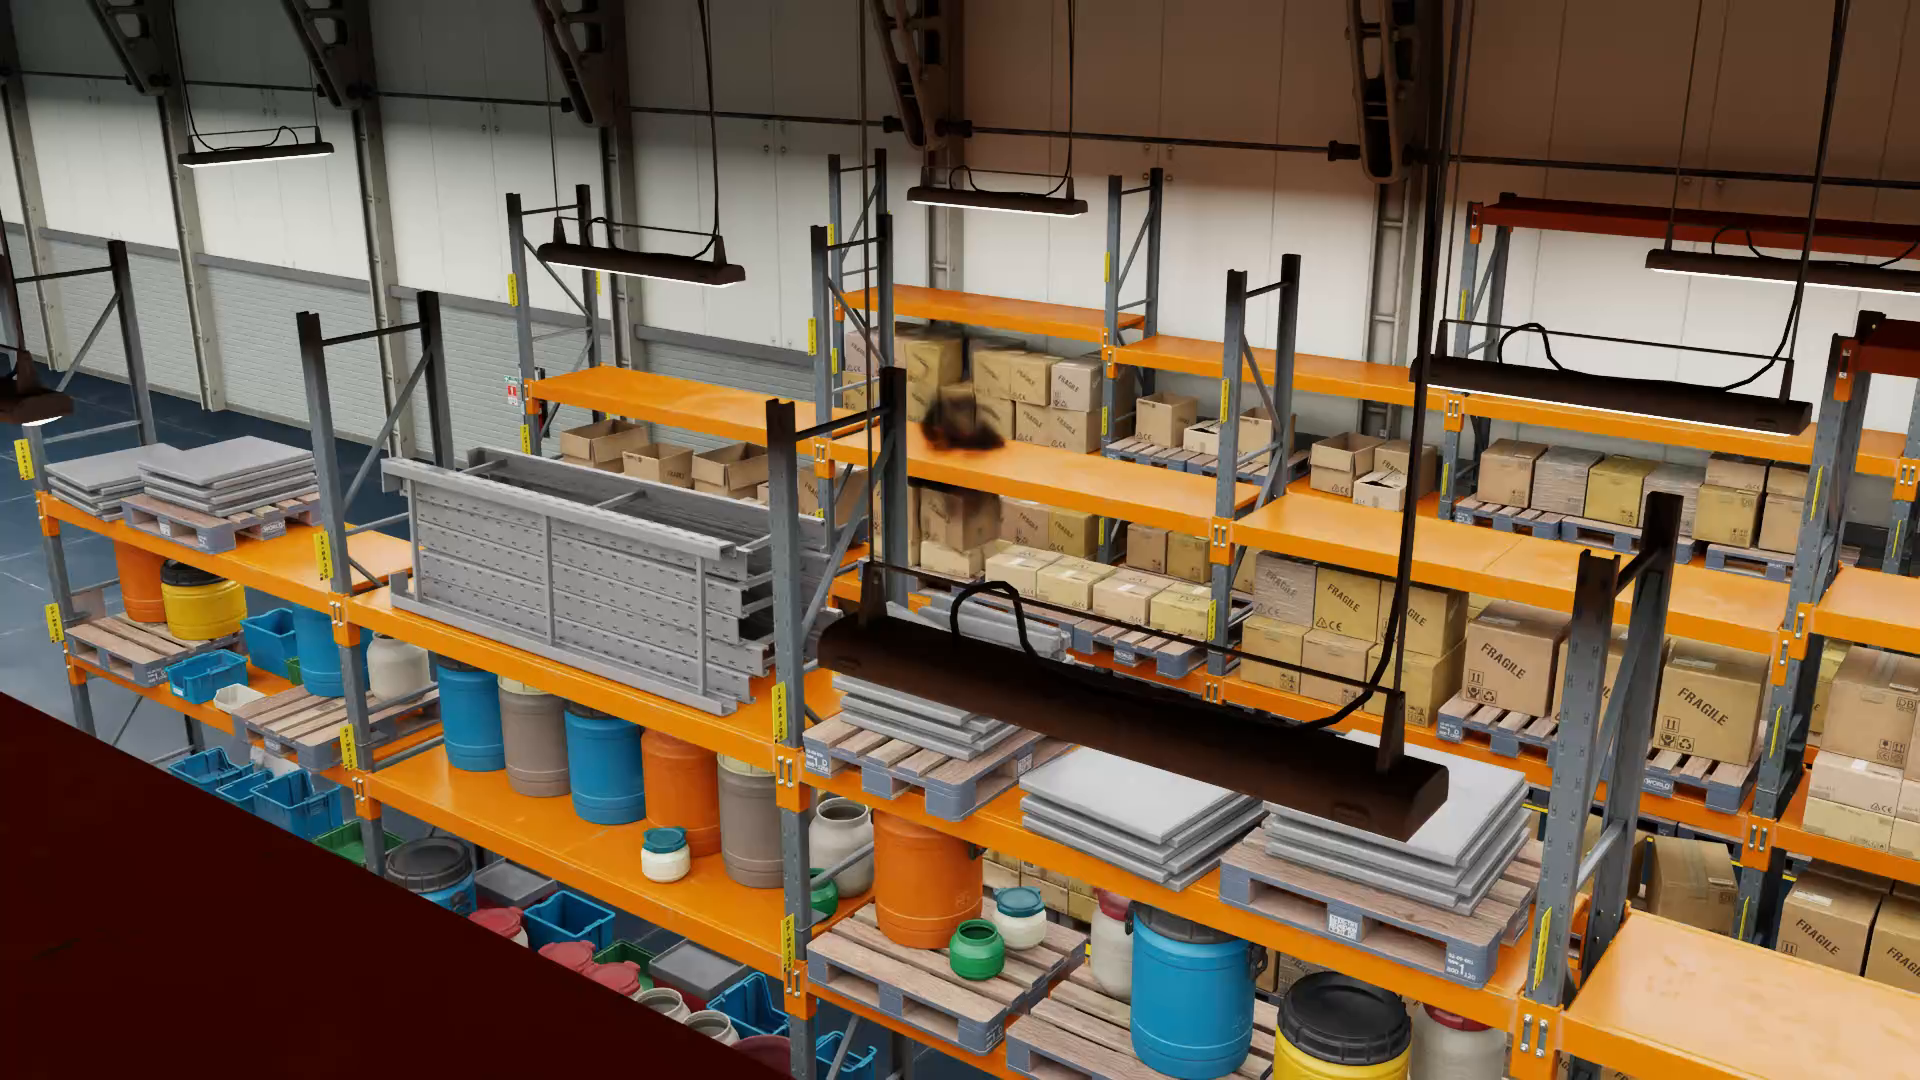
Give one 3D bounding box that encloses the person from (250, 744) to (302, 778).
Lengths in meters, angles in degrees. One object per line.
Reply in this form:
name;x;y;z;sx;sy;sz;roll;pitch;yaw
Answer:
person;-6.295;2.256;15.668;0.776;1.842;0.686;5;19;14
